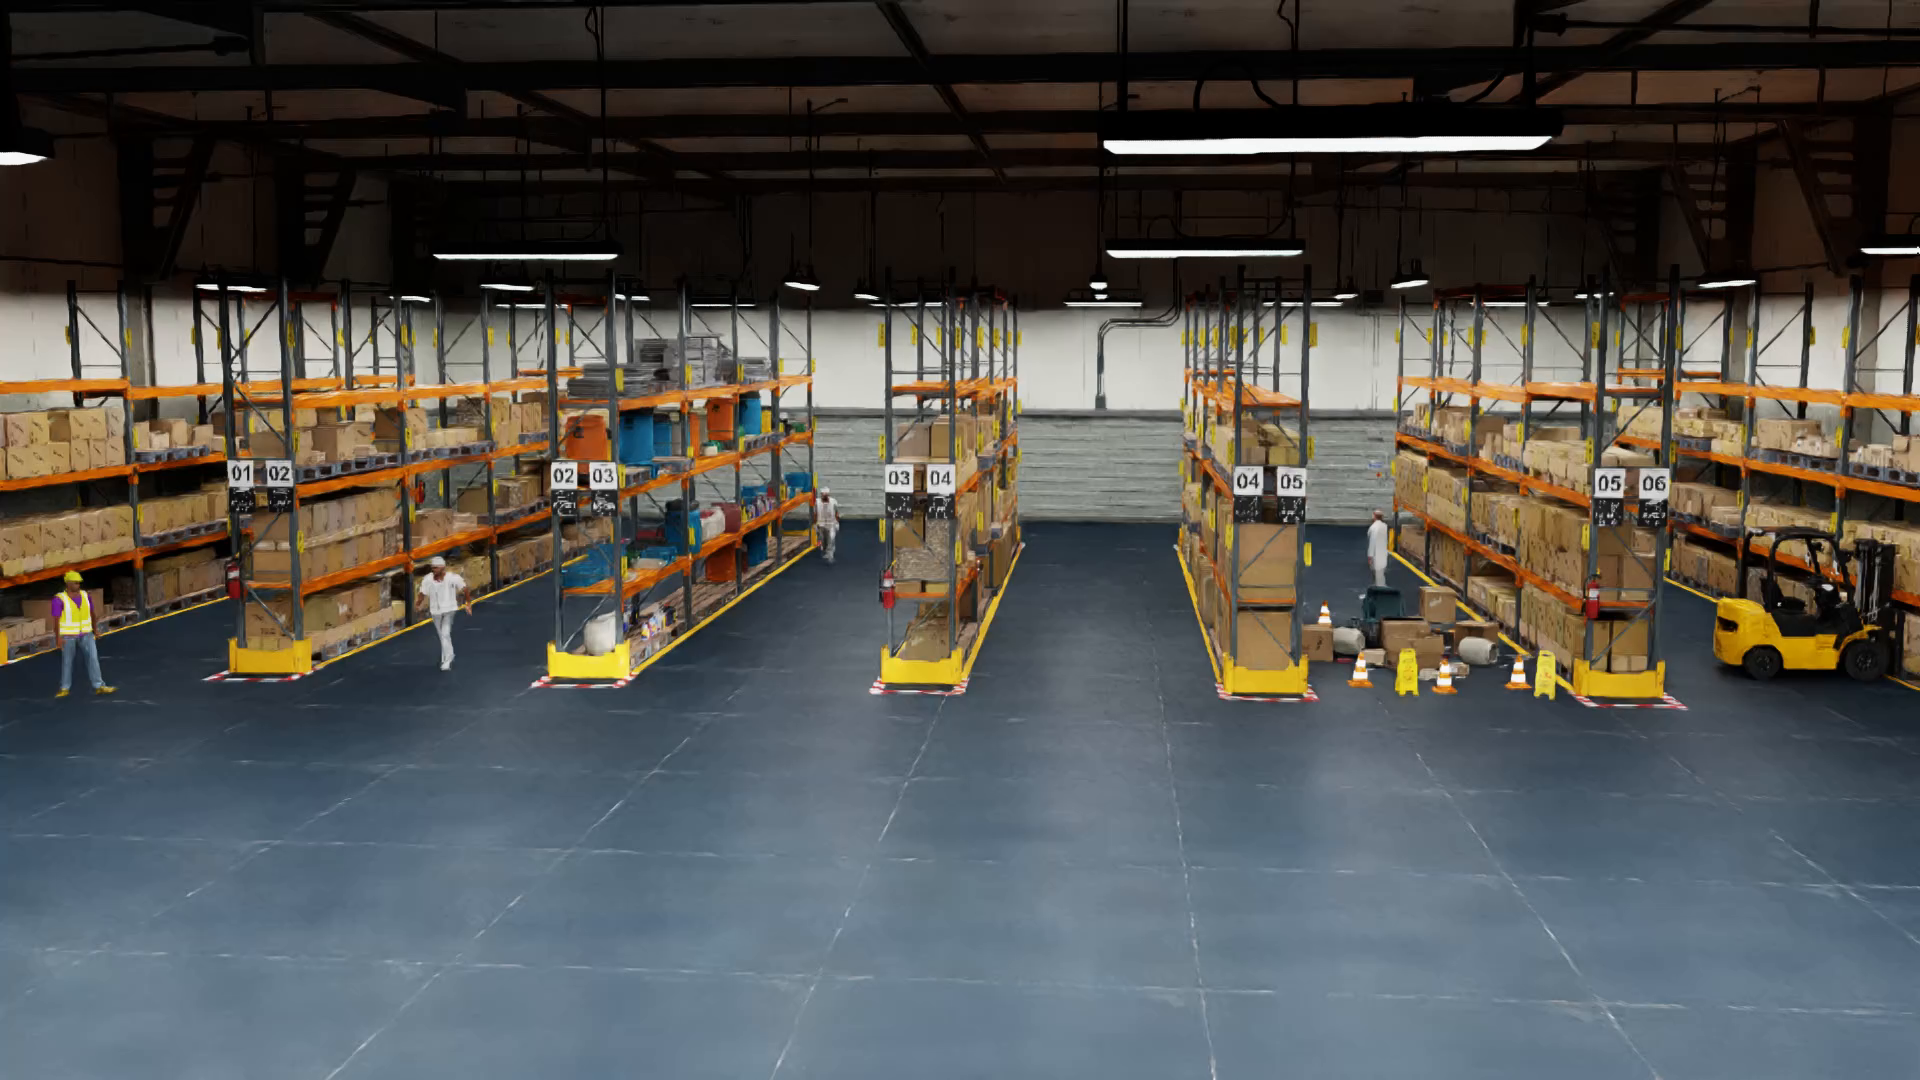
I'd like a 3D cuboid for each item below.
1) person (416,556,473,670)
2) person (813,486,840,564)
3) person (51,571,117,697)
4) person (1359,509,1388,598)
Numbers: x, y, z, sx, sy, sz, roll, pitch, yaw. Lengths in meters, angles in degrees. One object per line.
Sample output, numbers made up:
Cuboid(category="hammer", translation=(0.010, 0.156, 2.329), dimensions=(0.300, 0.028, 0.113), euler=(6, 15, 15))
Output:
Cuboid(category="person", translation=(-7.887, 1.080, 25.383), dimensions=(0.734, 1.697, 0.856), euler=(1, 7, 10))
Cuboid(category="person", translation=(-2.989, -0.355, 37.018), dimensions=(0.571, 1.700, 1.114), euler=(0, 7, 3))
Cuboid(category="person", translation=(-12.300, 1.301, 23.228), dimensions=(0.532, 1.758, 0.718), euler=(5, 9, 38))
Cuboid(category="person", translation=(7.843, 0.291, 31.415), dimensions=(0.636, 1.775, 0.675), euler=(4, 8, 31))
